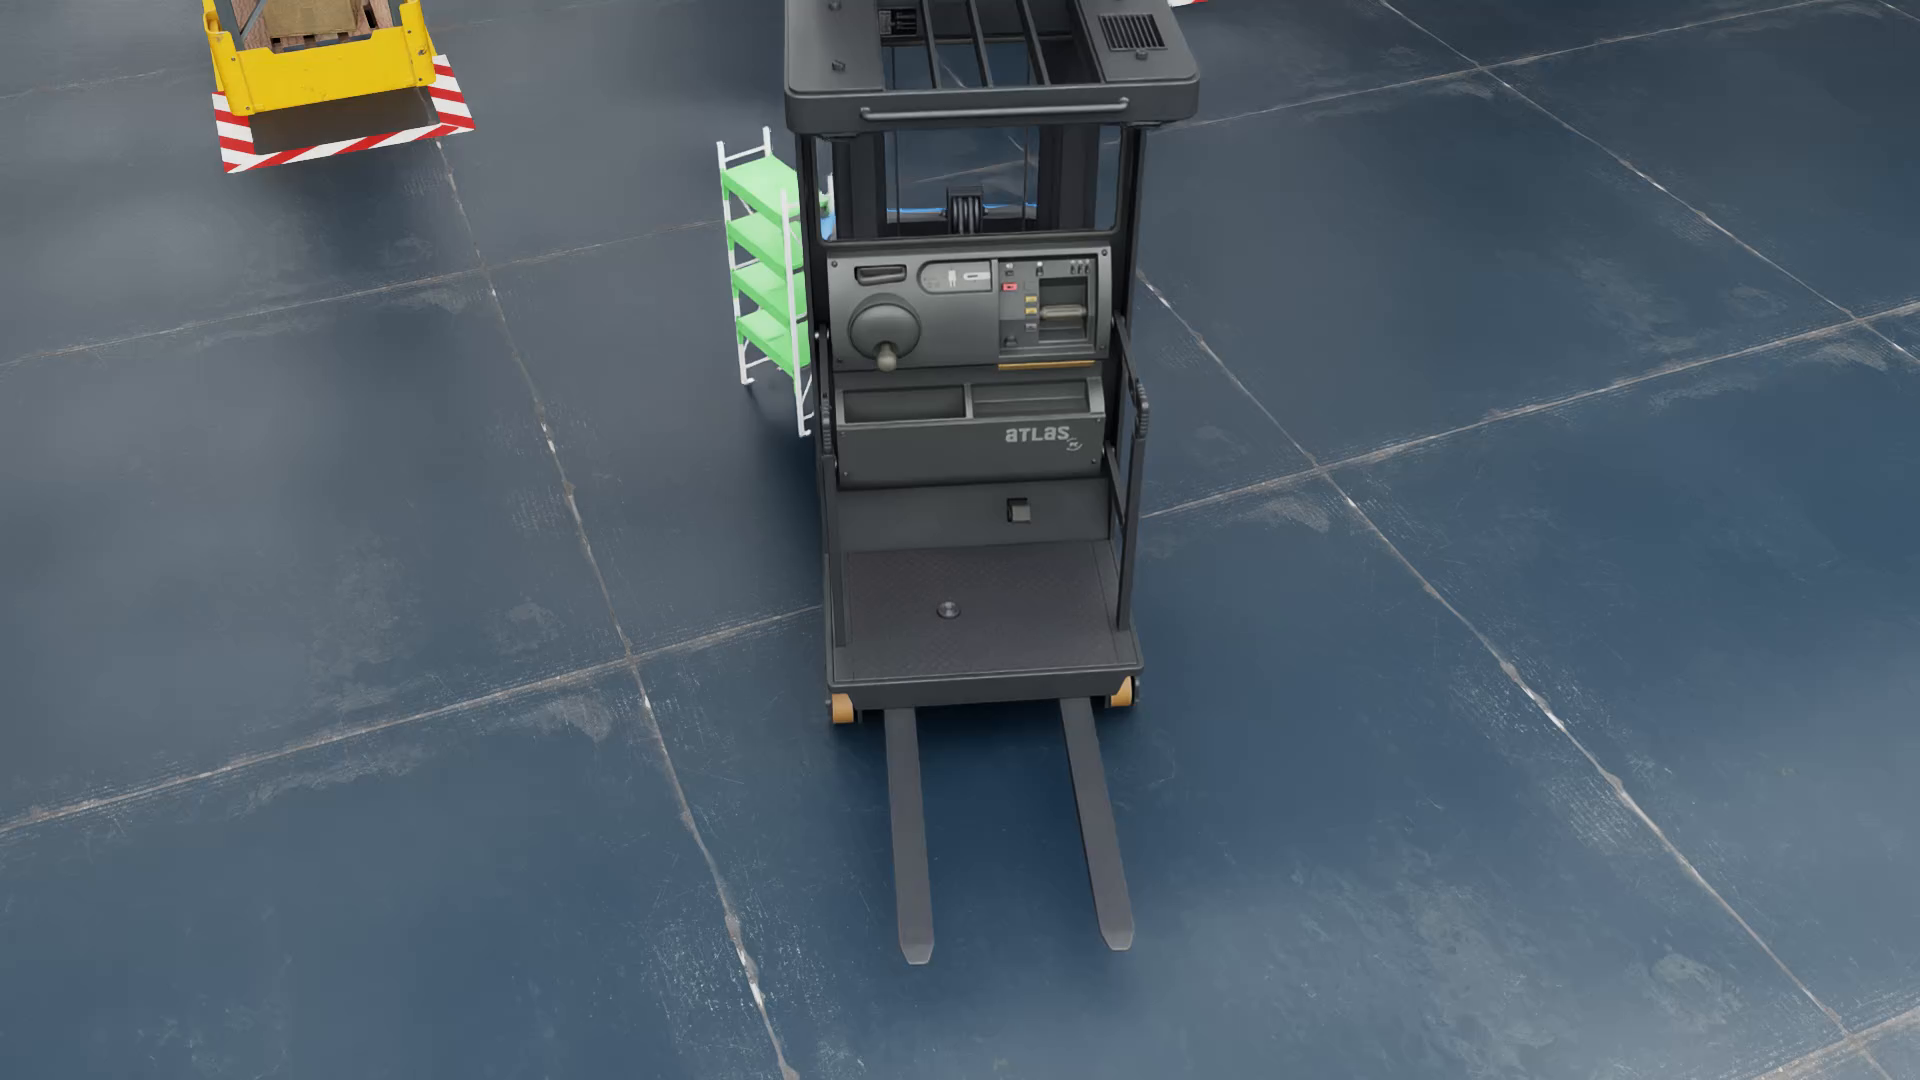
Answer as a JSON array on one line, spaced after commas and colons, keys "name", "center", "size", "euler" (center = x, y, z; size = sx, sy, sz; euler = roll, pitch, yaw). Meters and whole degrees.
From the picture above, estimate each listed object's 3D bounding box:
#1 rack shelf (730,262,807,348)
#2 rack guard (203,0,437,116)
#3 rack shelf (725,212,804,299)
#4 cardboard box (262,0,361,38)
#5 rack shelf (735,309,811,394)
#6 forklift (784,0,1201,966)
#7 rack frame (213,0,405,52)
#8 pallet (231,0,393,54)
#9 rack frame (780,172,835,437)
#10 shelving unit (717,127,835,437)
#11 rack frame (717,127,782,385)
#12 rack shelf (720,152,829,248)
[{"name": "rack shelf", "center": [-0.749, -1.036, 7.132], "size": [0.258, 0.148, 0.480], "euler": [-26, 47, -27]}, {"name": "rack guard", "center": [-3.719, -2.871, 9.706], "size": [1.175, 0.500, 0.348], "euler": [-15, 43, -17]}, {"name": "rack shelf", "center": [-0.749, -1.218, 6.976], "size": [0.258, 0.148, 0.480], "euler": [-26, 47, -27]}, {"name": "cardboard box", "center": [-3.913, -3.365, 9.958], "size": [0.500, 0.500, 0.500], "euler": [-8, 41, -9]}, {"name": "rack shelf", "center": [-0.749, -0.854, 7.289], "size": [0.258, 0.148, 0.480], "euler": [-26, 47, -27]}, {"name": "forklift", "center": [0.054, -0.682, 5.295], "size": [1.130, 2.935, 3.031], "euler": [-3, 41, -4]}, {"name": "rack frame", "center": [-3.690, -3.773, 8.837], "size": [1.000, 3.000, 0.127], "euler": [-15, 43, -17]}, {"name": "pallet", "center": [-3.997, -3.260, 10.379], "size": [1.003, 0.211, 1.213], "euler": [-15, 43, -17]}, {"name": "rack frame", "center": [-0.604, -0.957, 6.942], "size": [0.240, 1.200, 0.015], "euler": [-26, 47, -27]}, {"name": "shelving unit", "center": [-0.749, -1.085, 7.091], "size": [0.258, 1.200, 0.503], "euler": [-26, 47, -27]}, {"name": "rack frame", "center": [-0.894, -1.213, 7.240], "size": [0.240, 1.200, 0.015], "euler": [-26, 47, -27]}, {"name": "rack shelf", "center": [-0.749, -1.400, 6.819], "size": [0.258, 0.148, 0.480], "euler": [-26, 47, -27]}]
